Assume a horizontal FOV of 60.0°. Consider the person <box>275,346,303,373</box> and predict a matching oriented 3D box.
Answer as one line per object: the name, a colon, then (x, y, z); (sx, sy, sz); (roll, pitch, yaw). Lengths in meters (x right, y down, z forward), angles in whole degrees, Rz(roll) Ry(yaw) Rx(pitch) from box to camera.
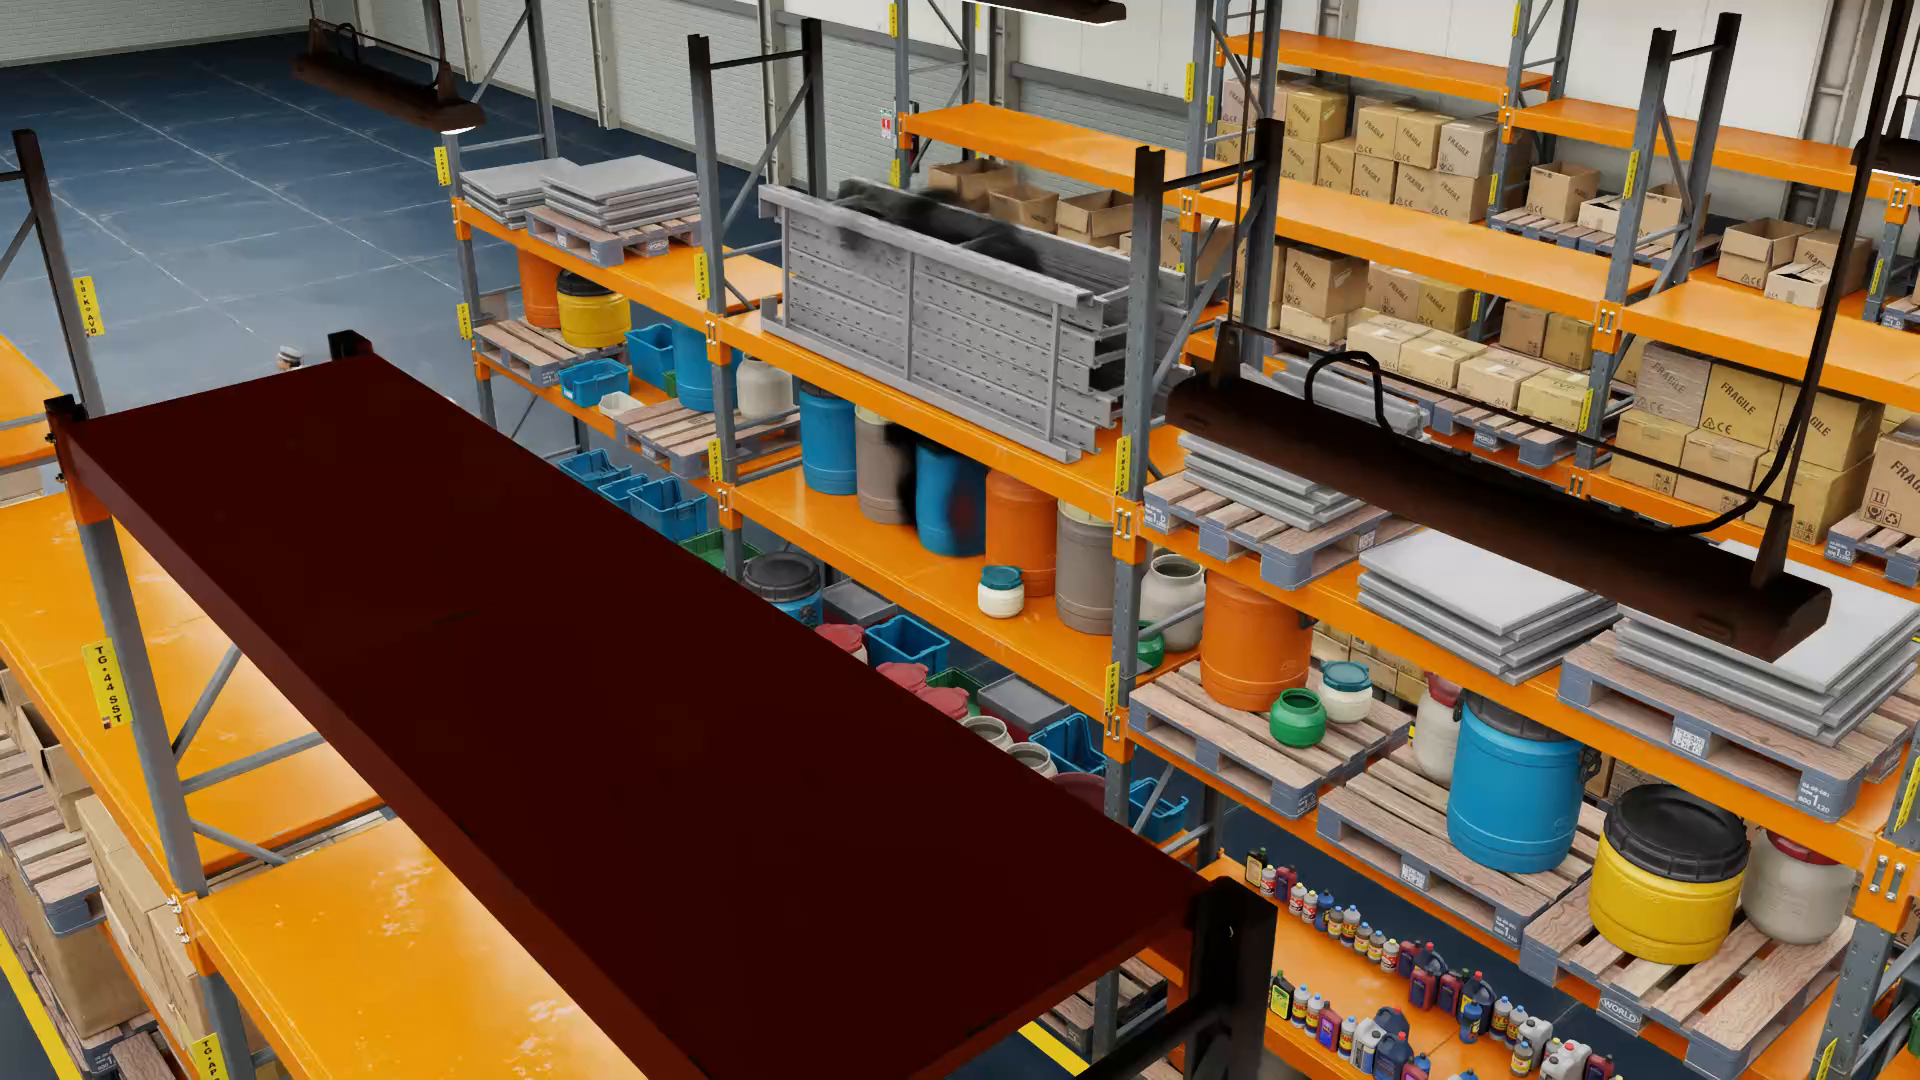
person: (-7.323, -1.366, 18.431); (0.742, 1.661, 0.617); (-10, 29, -19)
